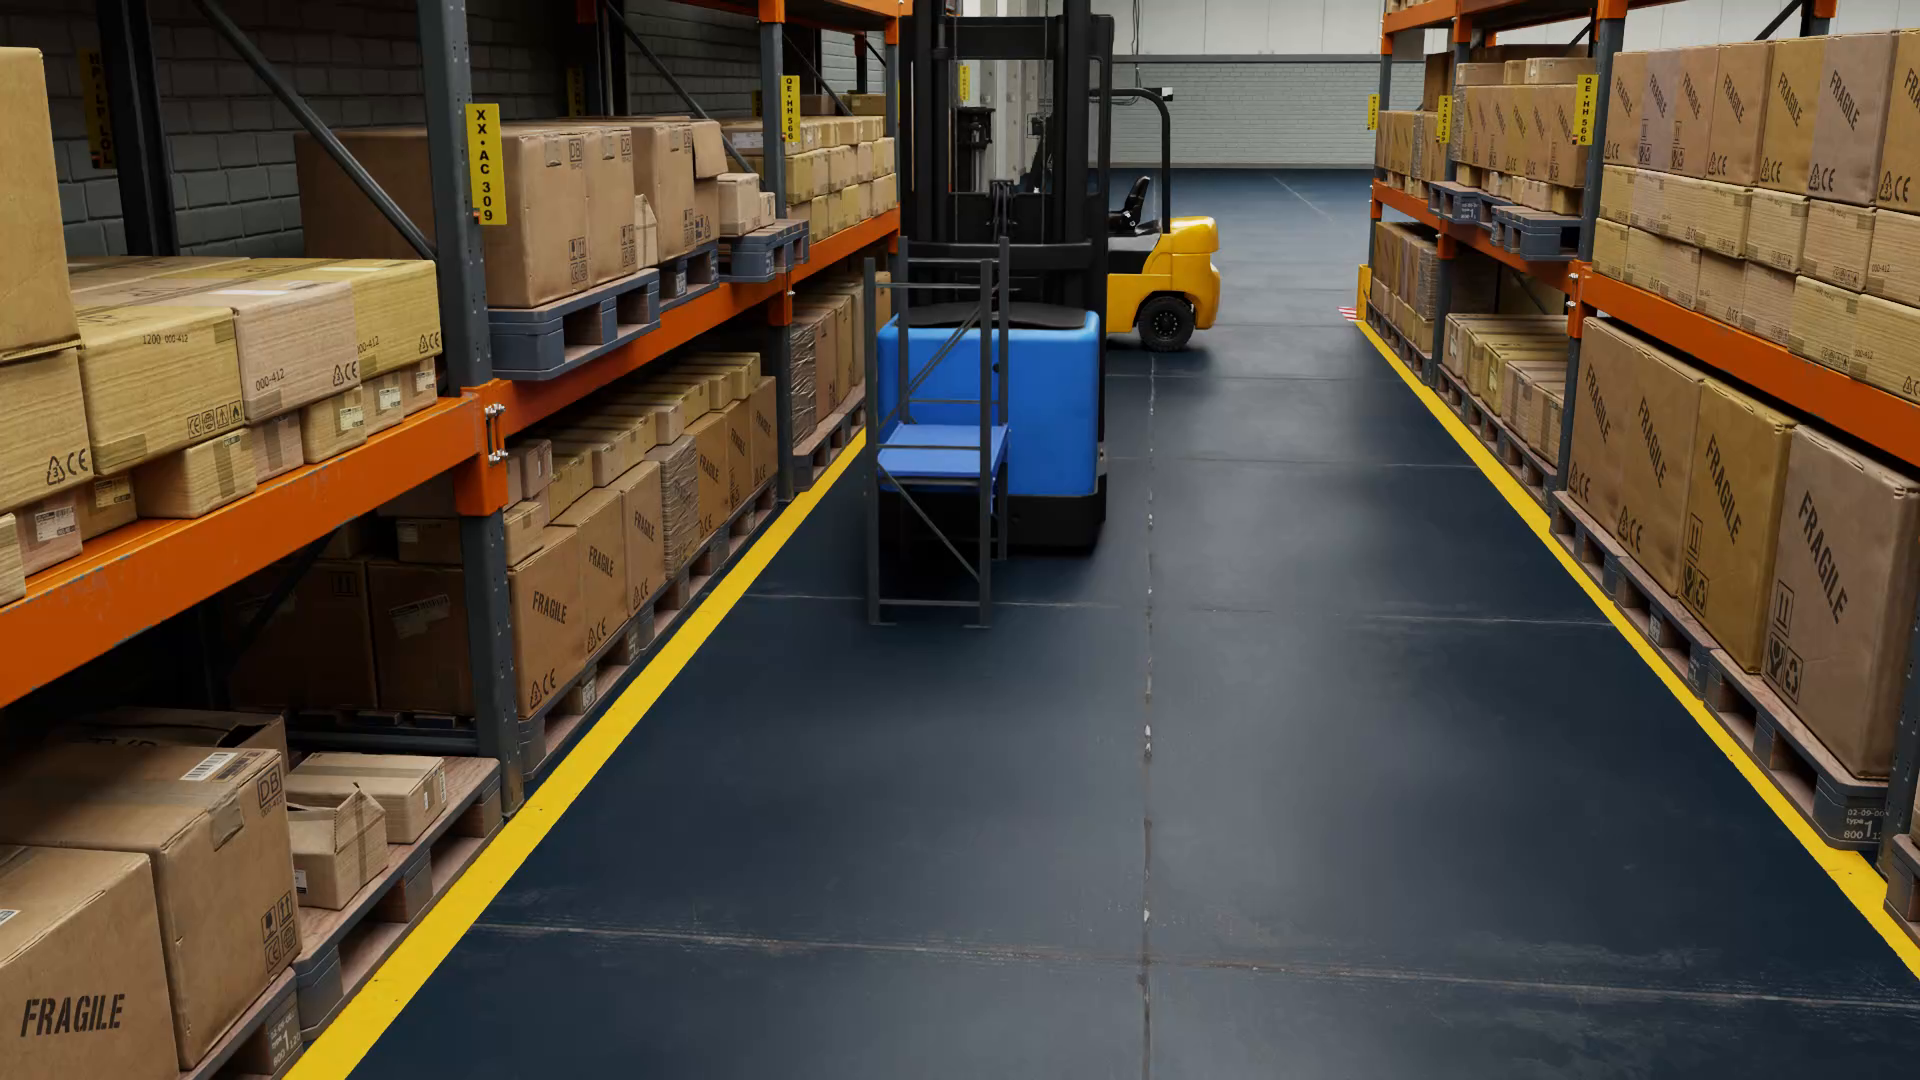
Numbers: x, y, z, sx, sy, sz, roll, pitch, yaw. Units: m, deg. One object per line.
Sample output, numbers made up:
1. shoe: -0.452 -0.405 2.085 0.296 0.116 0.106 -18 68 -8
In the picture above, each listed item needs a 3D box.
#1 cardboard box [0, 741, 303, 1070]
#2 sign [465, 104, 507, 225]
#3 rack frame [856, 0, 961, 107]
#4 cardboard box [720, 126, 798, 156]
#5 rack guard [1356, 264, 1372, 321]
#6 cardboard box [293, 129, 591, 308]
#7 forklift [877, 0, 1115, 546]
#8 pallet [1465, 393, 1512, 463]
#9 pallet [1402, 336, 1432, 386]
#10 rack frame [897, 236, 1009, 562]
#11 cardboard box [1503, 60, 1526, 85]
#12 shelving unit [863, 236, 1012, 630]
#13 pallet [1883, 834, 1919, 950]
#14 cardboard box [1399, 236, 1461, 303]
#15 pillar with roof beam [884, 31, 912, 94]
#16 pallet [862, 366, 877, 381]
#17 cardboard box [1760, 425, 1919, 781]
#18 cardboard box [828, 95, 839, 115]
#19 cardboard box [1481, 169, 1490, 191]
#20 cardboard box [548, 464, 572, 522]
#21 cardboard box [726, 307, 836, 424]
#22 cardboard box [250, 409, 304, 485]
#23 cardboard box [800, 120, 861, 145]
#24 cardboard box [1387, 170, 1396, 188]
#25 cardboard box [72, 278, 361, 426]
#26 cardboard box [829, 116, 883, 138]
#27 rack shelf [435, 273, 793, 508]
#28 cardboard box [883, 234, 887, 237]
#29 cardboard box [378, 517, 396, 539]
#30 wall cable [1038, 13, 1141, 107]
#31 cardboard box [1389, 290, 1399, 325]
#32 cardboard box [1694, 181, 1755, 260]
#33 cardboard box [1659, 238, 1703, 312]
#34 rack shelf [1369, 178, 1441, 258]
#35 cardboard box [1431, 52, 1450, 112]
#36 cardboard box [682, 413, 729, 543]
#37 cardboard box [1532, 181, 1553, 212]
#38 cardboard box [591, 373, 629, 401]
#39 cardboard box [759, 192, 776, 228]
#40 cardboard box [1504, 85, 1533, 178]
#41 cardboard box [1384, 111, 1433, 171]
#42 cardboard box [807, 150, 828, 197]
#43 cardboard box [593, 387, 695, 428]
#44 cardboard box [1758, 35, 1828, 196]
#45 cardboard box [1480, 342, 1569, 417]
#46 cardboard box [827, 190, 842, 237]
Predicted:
1. cardboard box: -1.885 0.765 3.570 0.700 0.500 0.500 1 15 4
2. sign: -1.309 -1.034 4.583 0.100 0.325 0.005 2 15 6
3. rack frame: -0.495 -3.743 16.257 1.000 3.000 0.127 2 15 6
4. cardboard box: -1.069 -2.103 8.760 0.380 0.149 0.250 2 15 8
5. rack guard: 4.429 -2.371 15.974 1.175 0.500 0.348 2 15 6
6. cardboard box: -1.572 -1.000 5.119 0.700 0.500 0.500 2 15 8
7. forklift: 0.256 -1.719 8.905 1.130 2.935 3.031 1 15 5
8. pallet: 3.764 -0.695 10.327 1.003 0.211 1.213 2 15 6
9. pallet: 4.027 -1.389 12.896 1.003 0.211 1.213 2 15 6
10. rack frame: -0.030 -0.630 7.620 0.500 1.500 0.032 1 15 5
11. cardboard box: 3.561 -2.872 10.226 0.380 0.149 0.250 3 15 9
12. shelving unit: -0.078 -0.498 7.132 0.538 1.500 1.048 1 15 5
13. pallet: 2.920 1.056 3.853 1.003 0.211 1.213 2 15 6
14. cardboard box: 3.898 -2.223 13.664 0.500 0.500 0.500 3 15 9
15. pillar with roof beam: 3.485 -7.914 20.191 9.100 9.000 0.400 2 15 6
16. pallet: -0.991 -1.167 12.074 1.003 0.211 1.213 2 15 6
17. cardboard box: 3.074 0.174 5.036 0.875 0.875 0.875 2 15 8
18. cardboard box: -1.141 -3.366 12.859 0.380 0.149 0.250 1 15 5
19. cardboard box: 3.546 -2.302 10.605 0.380 0.149 0.250 2 15 7
20. cardboard box: -1.572 -0.166 5.771 0.380 0.149 0.250 1 15 3
21. cardboard box: -1.248 -1.055 10.064 0.875 0.625 0.625 2 15 8
22. cardboard box: -1.704 -0.216 3.694 0.380 0.149 0.250 2 15 8
23. cardboard box: -0.832 -2.568 10.480 0.380 0.149 0.250 1 15 5
24. cardboard box: 3.994 -3.198 14.722 0.380 0.149 0.250 2 15 7
25. cardboard box: -1.706 -0.432 3.731 0.500 0.250 0.500 2 15 6
26. cardboard box: -0.764 -2.972 11.971 0.380 0.149 0.250 2 15 8
27. rack shelf: -1.623 -0.802 6.760 1.077 0.370 4.000 2 15 6
28. cardboard box: -0.468 -2.441 13.992 0.500 0.250 0.500 2 15 8
29. cardboard box: -2.070 -0.112 5.572 0.380 0.149 0.250 2 15 6
30. wall cable: 3.562 -13.492 46.767 3.097 2.526 0.112 2 15 6
31. cardboard box: 3.957 -1.998 14.267 0.500 0.250 0.500 3 15 10
32. cardboard box: 3.034 -1.173 6.085 0.500 0.250 0.500 2 15 7
33. cardboard box: 3.124 -1.061 6.627 0.500 0.250 0.500 2 15 8
34. rack shelf: 4.212 -2.732 13.896 1.077 0.370 4.000 2 15 6
35. cardboard box: 4.532 -4.002 14.539 0.700 0.500 0.500 2 15 7
36. cardboard box: -1.355 -0.283 7.445 0.500 0.500 0.500 2 15 9
37. cardboard box: 3.280 -1.834 8.876 0.380 0.149 0.250 2 15 6
38. cardboard box: -1.771 -0.716 7.805 0.380 0.149 0.250 2 15 7
39. cardboard box: -1.091 -1.568 7.890 0.380 0.149 0.250 2 15 7
40. cardboard box: 3.413 -2.309 9.388 0.500 0.500 0.500 1 15 2
41. cardboard box: 4.053 -3.540 14.747 0.500 0.500 0.500 2 15 8
42. cardboard box: -1.047 -2.075 9.417 0.500 0.250 0.500 2 15 8
43. cardboard box: -1.378 -0.571 7.269 0.380 0.149 0.250 1 15 5
44. cardboard box: 3.012 -1.405 5.504 0.500 0.500 0.500 2 15 8
45. cardboard box: 3.775 -0.991 10.311 0.950 0.372 0.625 2 15 8
46. cardboard box: -0.992 -1.968 9.979 0.500 0.250 0.500 1 15 4
